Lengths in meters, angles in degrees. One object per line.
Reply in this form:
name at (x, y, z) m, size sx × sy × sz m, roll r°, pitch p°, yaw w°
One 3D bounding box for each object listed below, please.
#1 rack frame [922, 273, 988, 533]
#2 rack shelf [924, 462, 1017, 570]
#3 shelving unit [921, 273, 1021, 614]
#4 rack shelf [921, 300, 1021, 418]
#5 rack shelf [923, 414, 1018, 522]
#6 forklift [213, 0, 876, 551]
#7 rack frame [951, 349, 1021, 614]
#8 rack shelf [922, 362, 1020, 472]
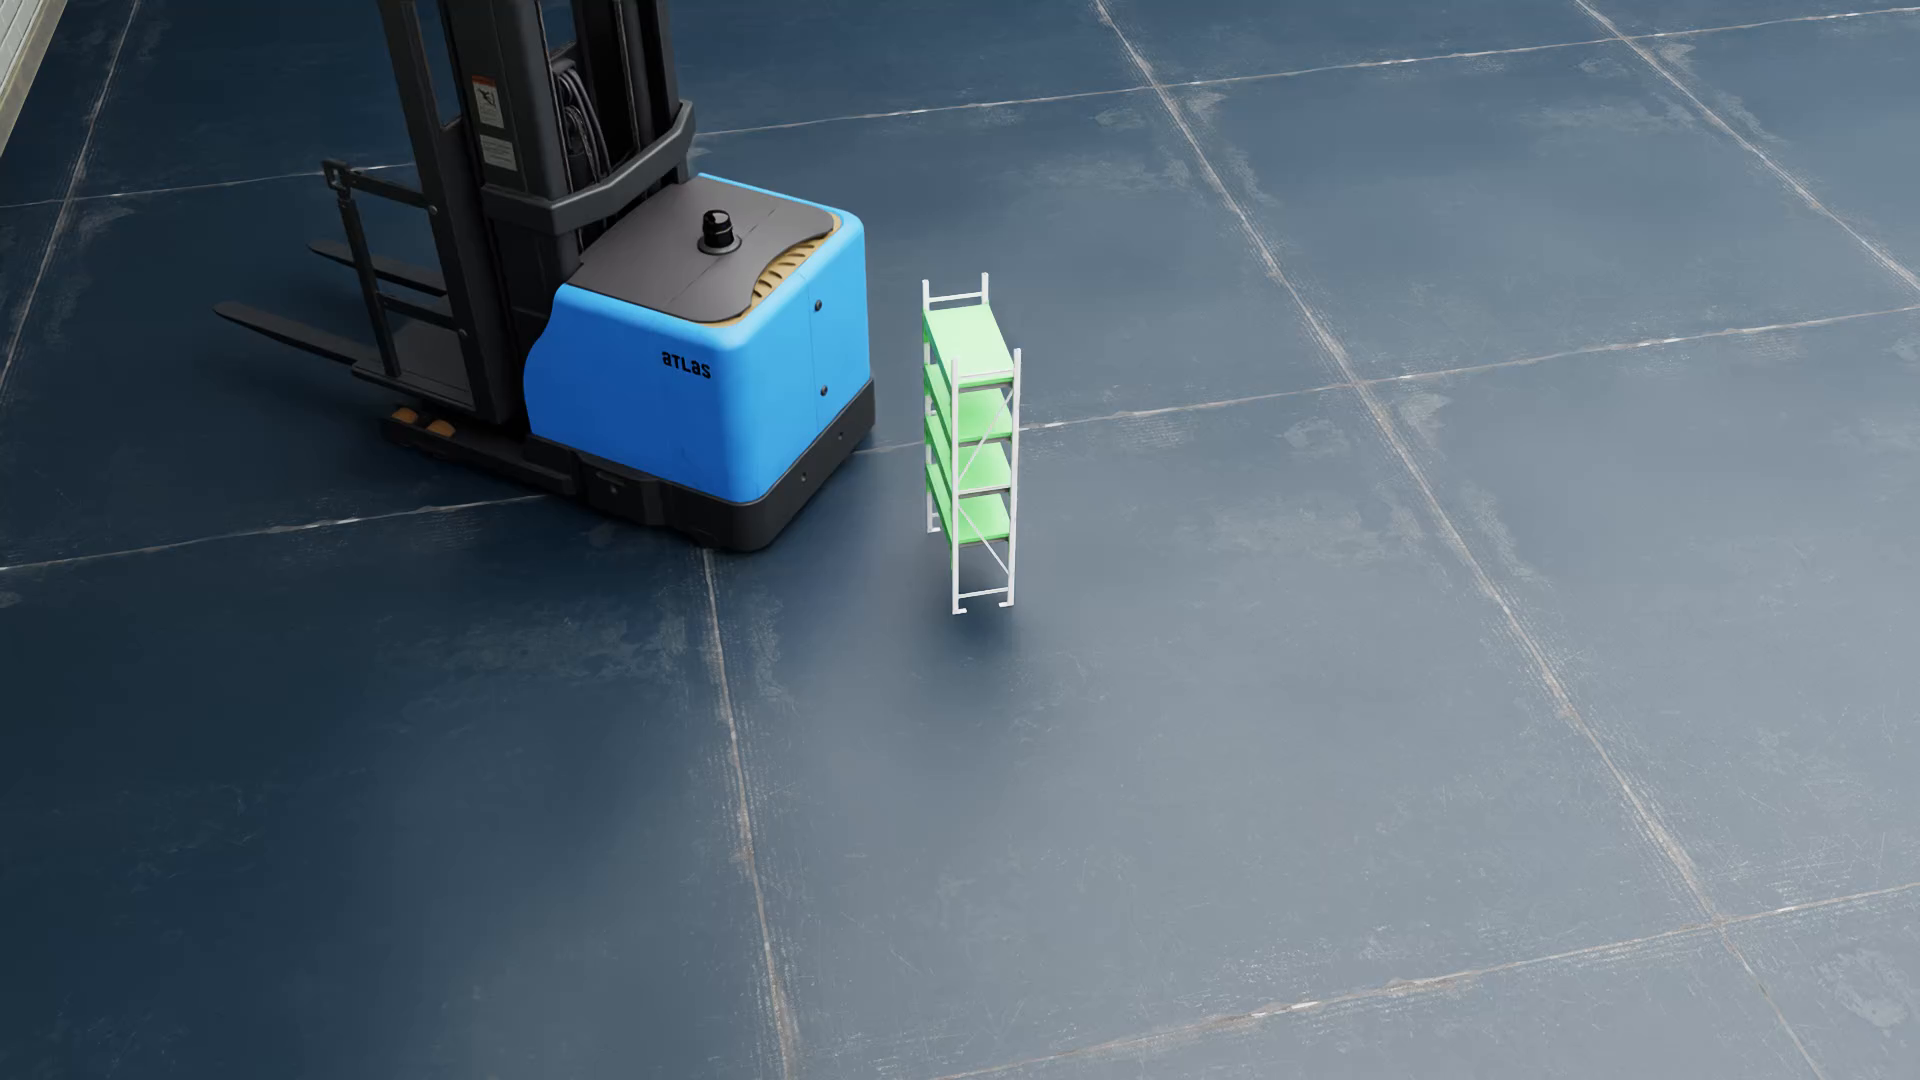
rack frame at (-0.017, -0.500, 6.409) m, size 0.240 × 1.200 × 0.015 m, roll -8°, pitch 42°, yaw -9°
rack shelf at (0.036, -0.114, 6.433) m, size 0.258 × 0.148 × 0.480 m, roll -8°, pitch 42°, yaw -9°
shelving unit at (0.036, -0.341, 6.231) m, size 0.258 × 1.200 × 0.503 m, roll -8°, pitch 42°, yaw -9°
rack shelf at (0.036, -0.653, 5.955) m, size 0.258 × 0.148 × 0.480 m, roll -8°, pitch 42°, yaw -9°
rack shelf at (0.036, -0.294, 6.273) m, size 0.258 × 0.148 × 0.480 m, roll -8°, pitch 42°, yaw -9°
forklift at (-1.919, -1.735, 6.497) m, size 3.031 × 2.935 × 1.130 m, roll 18°, pitch 45°, yaw 20°
rack frame at (0.088, -0.183, 6.053) m, size 0.240 × 1.200 × 0.015 m, roll -8°, pitch 42°, yaw -9°
rack shelf at (0.036, -0.473, 6.114) m, size 0.258 × 0.148 × 0.480 m, roll -8°, pitch 42°, yaw -9°
